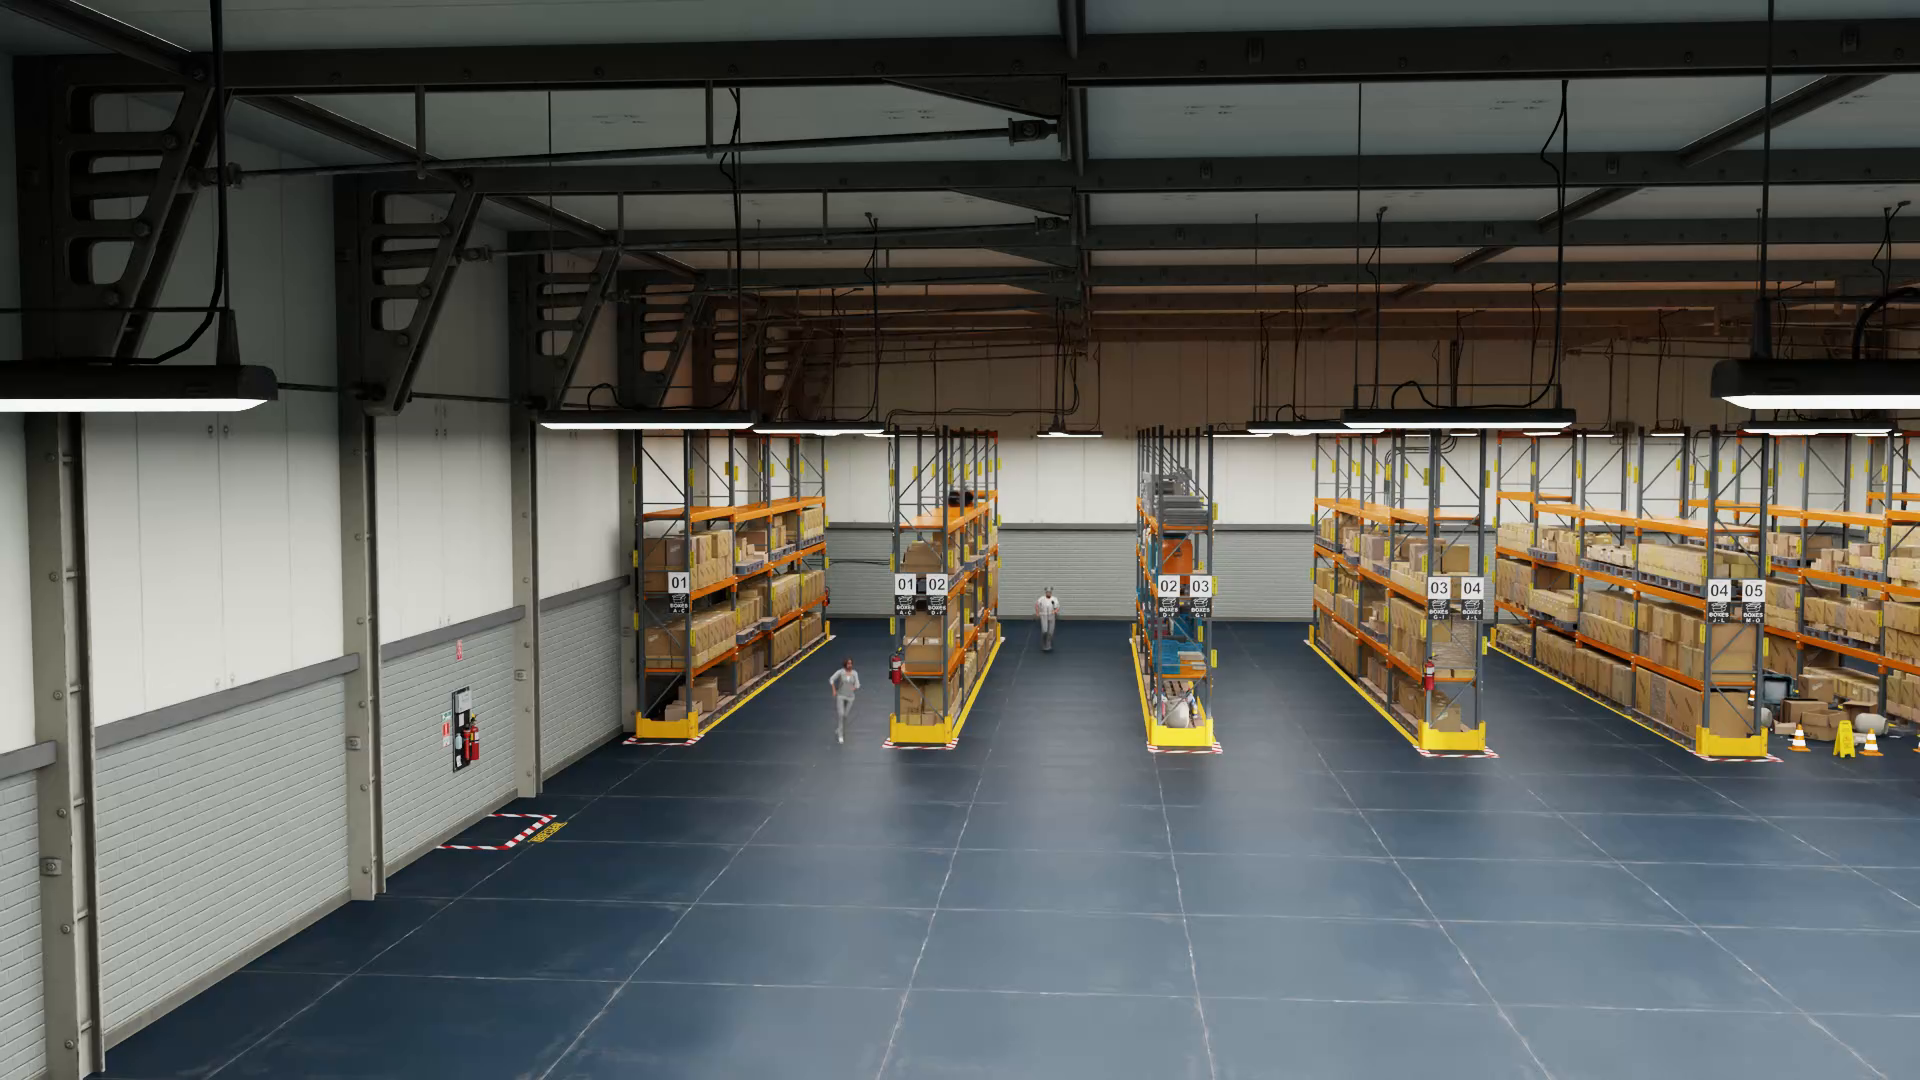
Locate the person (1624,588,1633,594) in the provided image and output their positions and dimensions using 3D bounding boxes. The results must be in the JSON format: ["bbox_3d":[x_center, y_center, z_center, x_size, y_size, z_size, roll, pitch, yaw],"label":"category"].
[{"bbox_3d":[19.370,1.990,48.110,0.916,1.737,0.691,0,3,-2],"label":"person"}]

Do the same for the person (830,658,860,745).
[{"bbox_3d":[-2.178,3.040,31.637,0.559,1.621,0.791,-1,4,-18],"label":"person"}]

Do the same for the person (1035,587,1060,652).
[{"bbox_3d":[2.383,2.144,45.042,0.636,1.781,0.788,0,3,-4],"label":"person"}]
